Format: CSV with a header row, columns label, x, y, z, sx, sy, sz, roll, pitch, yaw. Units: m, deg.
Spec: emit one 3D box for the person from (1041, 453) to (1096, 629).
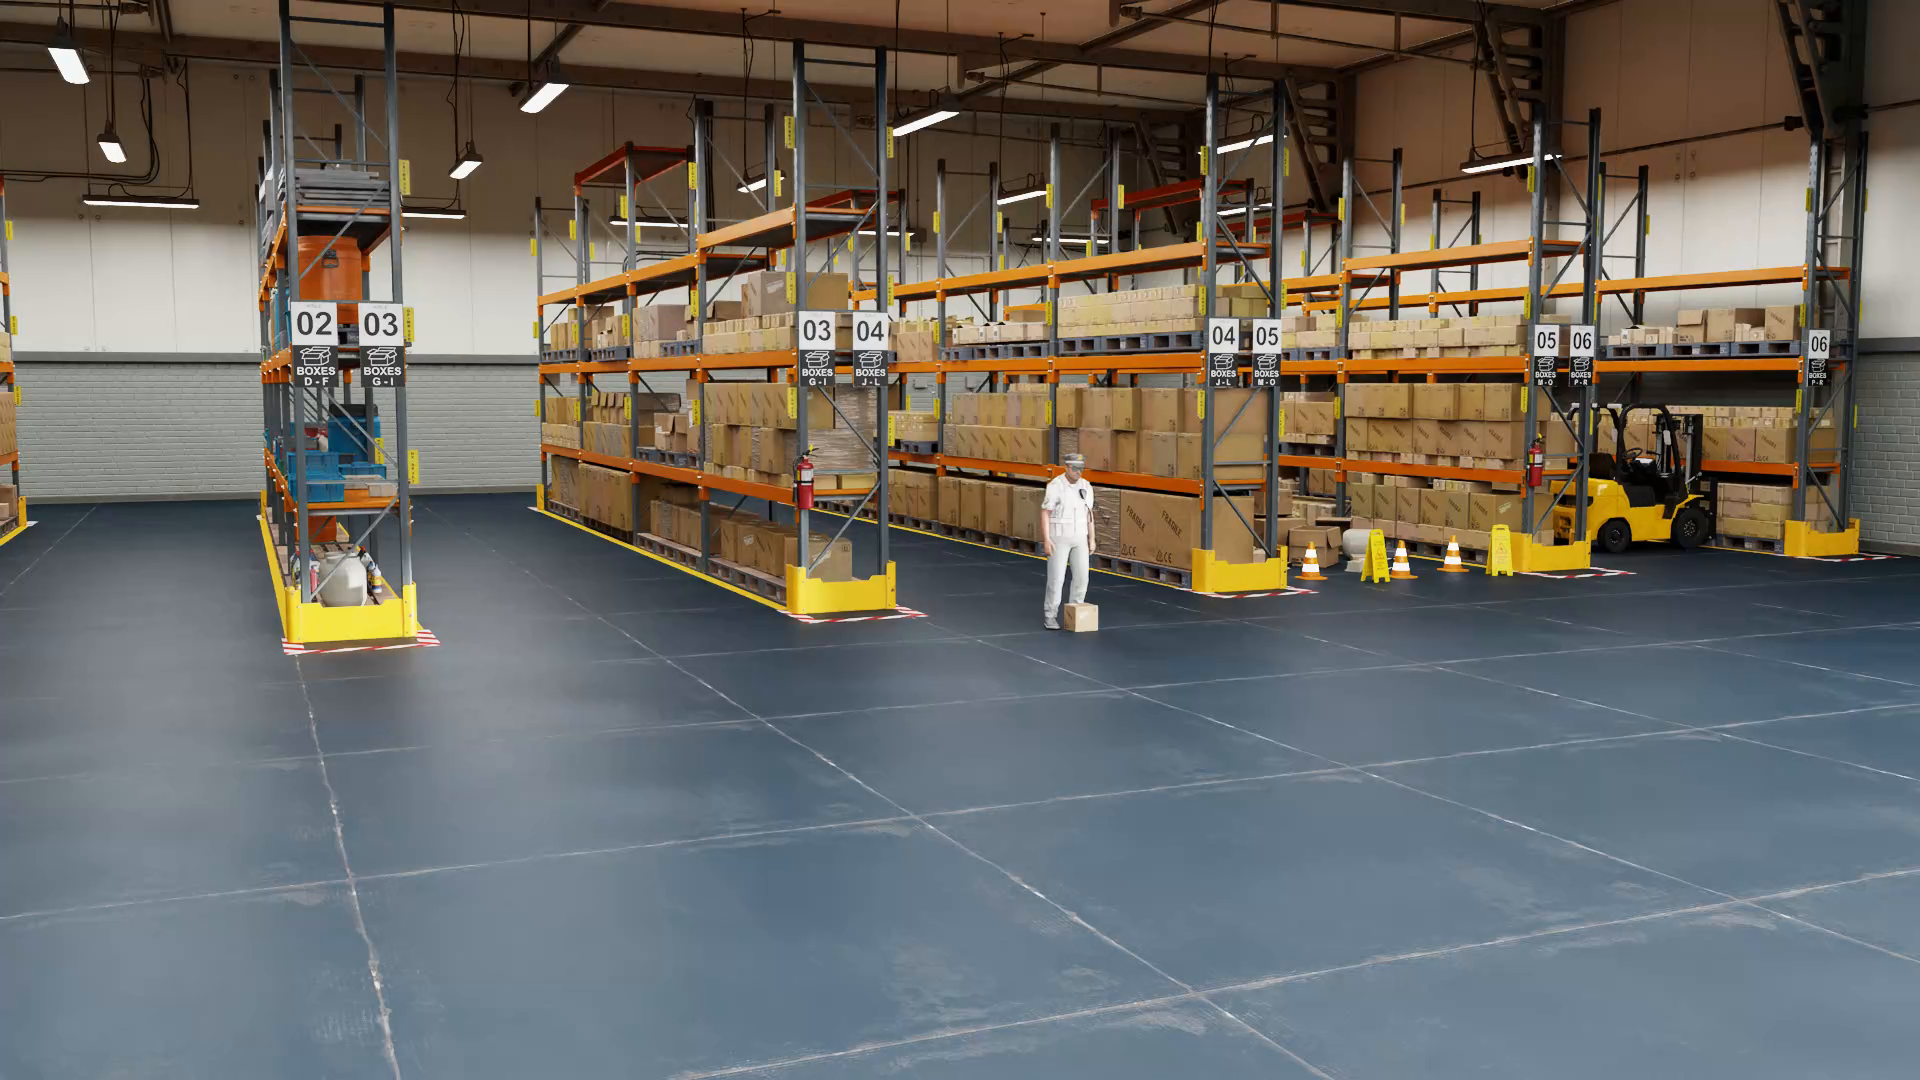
label,x,y,z,sx,sy,sz,roll,pitch,yaw
person,1.086,0.000,16.730,0.586,1.745,0.433,-2,6,-24
